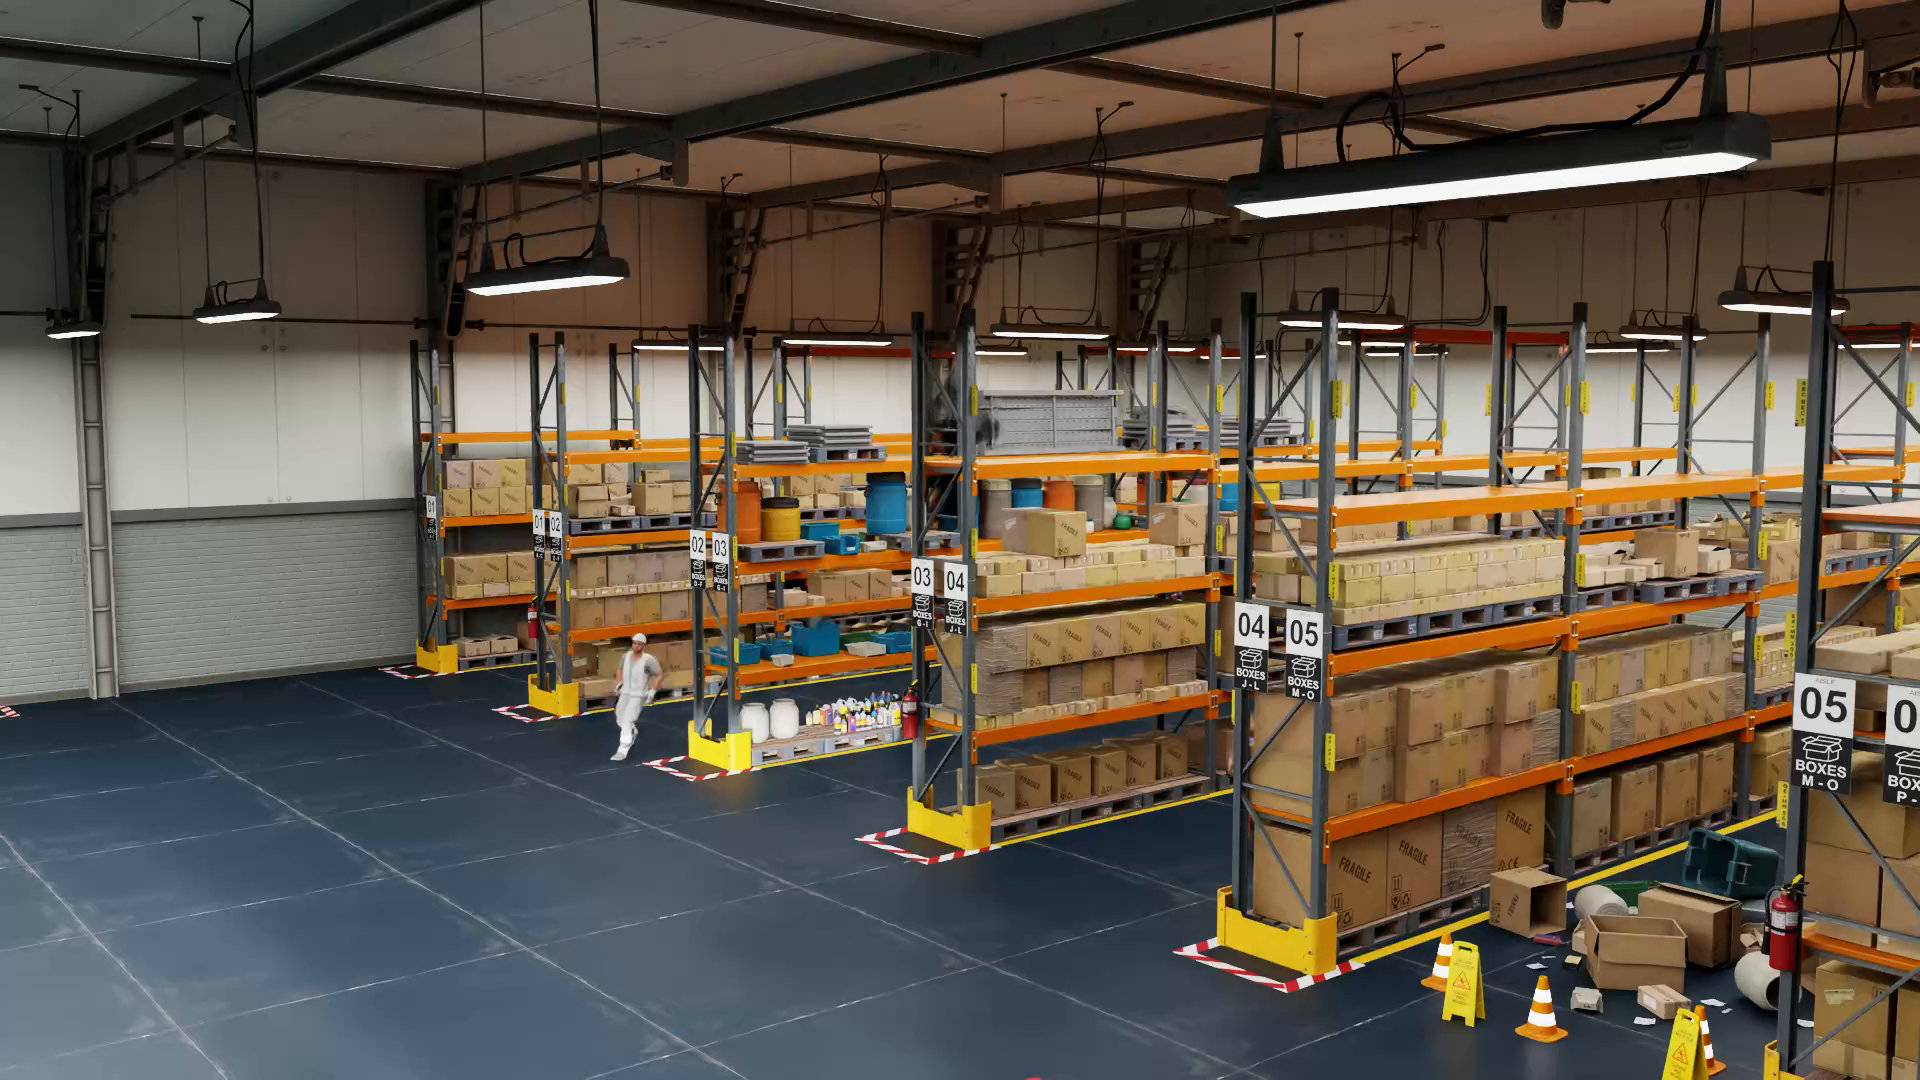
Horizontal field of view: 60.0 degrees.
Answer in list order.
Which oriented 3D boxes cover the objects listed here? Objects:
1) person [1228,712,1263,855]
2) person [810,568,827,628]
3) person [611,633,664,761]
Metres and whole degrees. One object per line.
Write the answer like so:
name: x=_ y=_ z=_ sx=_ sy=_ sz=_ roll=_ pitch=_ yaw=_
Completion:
person: x=3.220 y=2.669 z=18.115 sx=0.798 sy=1.598 sz=0.617 roll=-5 pitch=7 yaw=-44
person: x=-2.768 y=1.348 z=32.309 sx=0.570 sy=1.654 sz=0.568 roll=4 pitch=7 yaw=39
person: x=-4.475 y=2.155 z=23.123 sx=0.724 sy=1.746 sz=0.775 roll=2 pitch=6 yaw=18
